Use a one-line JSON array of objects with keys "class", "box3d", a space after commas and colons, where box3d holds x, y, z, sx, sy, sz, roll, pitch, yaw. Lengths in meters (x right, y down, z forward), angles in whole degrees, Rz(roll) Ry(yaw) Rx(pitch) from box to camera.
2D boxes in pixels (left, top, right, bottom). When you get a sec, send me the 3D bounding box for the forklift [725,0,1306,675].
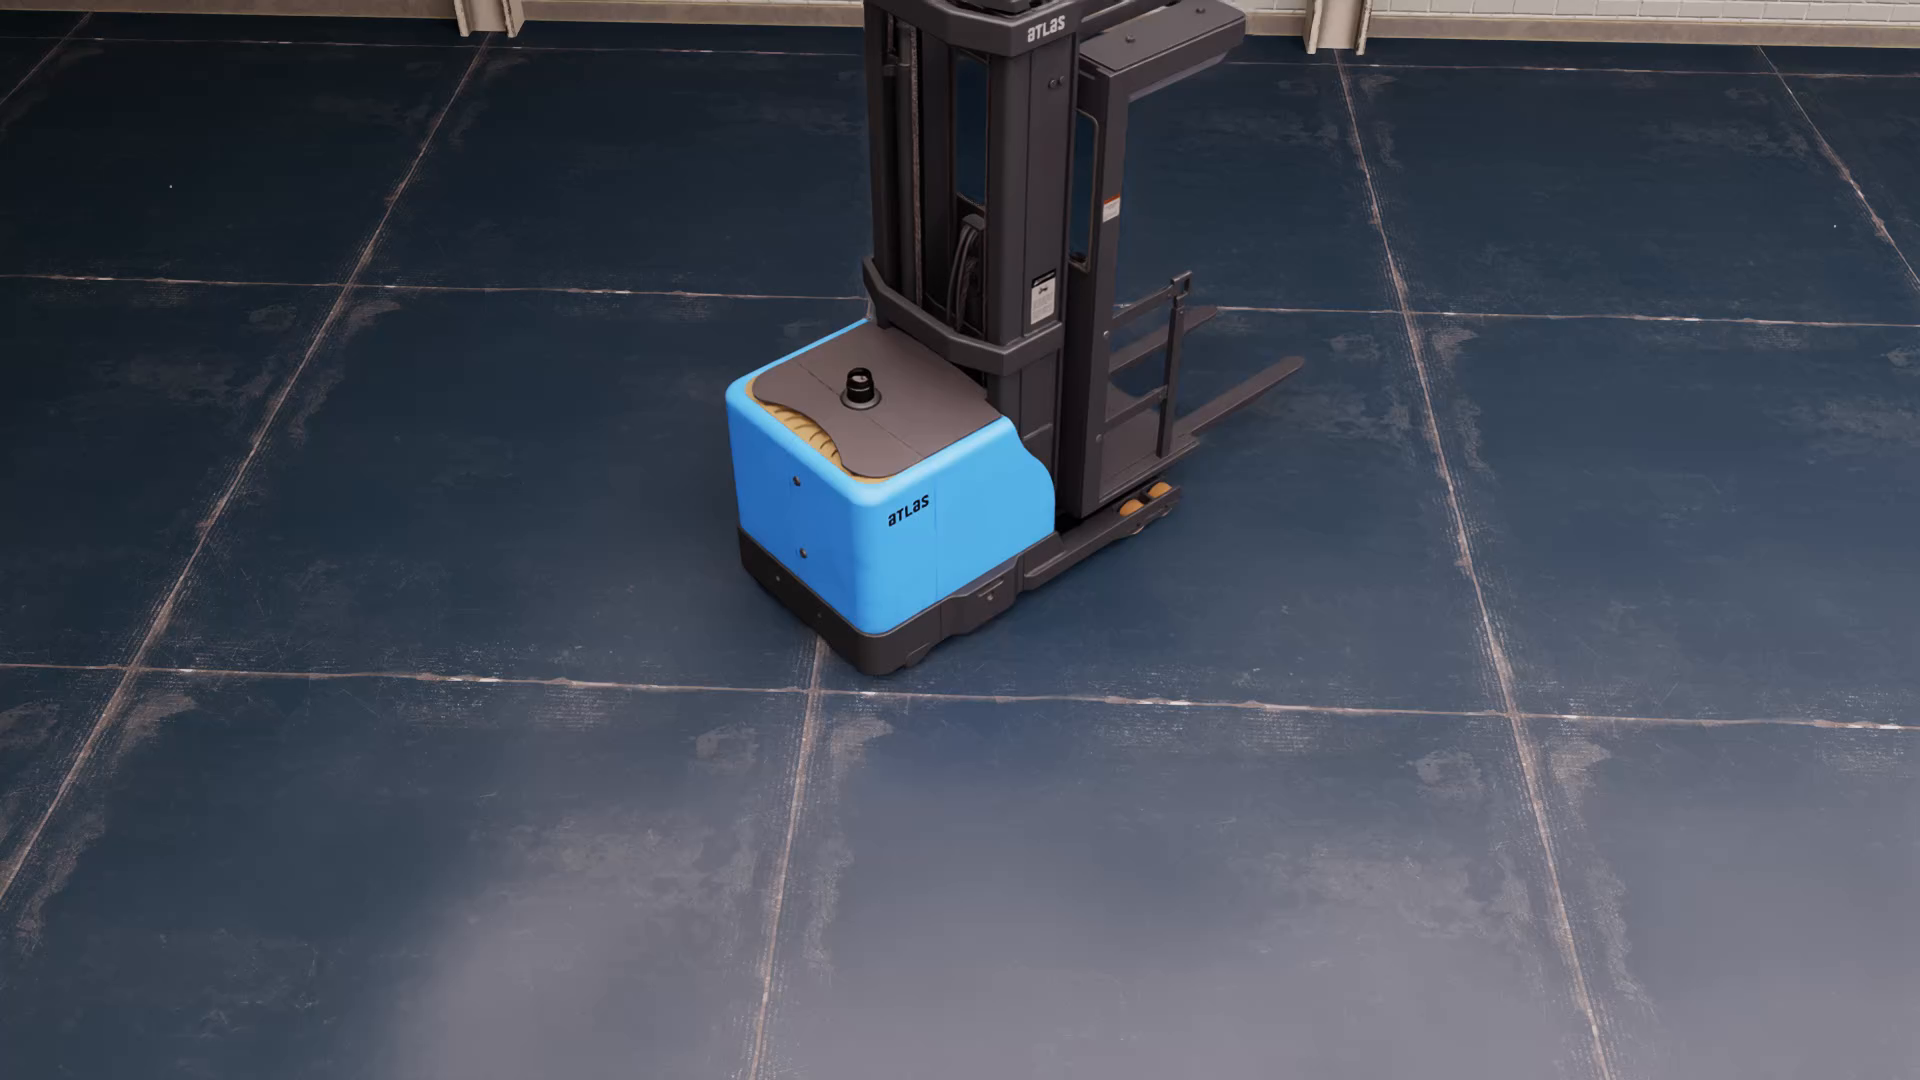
[{"class": "forklift", "box3d": [0.430, -1.351, 7.222, 3.031, 2.935, 1.130, -30, 50, -29]}]
